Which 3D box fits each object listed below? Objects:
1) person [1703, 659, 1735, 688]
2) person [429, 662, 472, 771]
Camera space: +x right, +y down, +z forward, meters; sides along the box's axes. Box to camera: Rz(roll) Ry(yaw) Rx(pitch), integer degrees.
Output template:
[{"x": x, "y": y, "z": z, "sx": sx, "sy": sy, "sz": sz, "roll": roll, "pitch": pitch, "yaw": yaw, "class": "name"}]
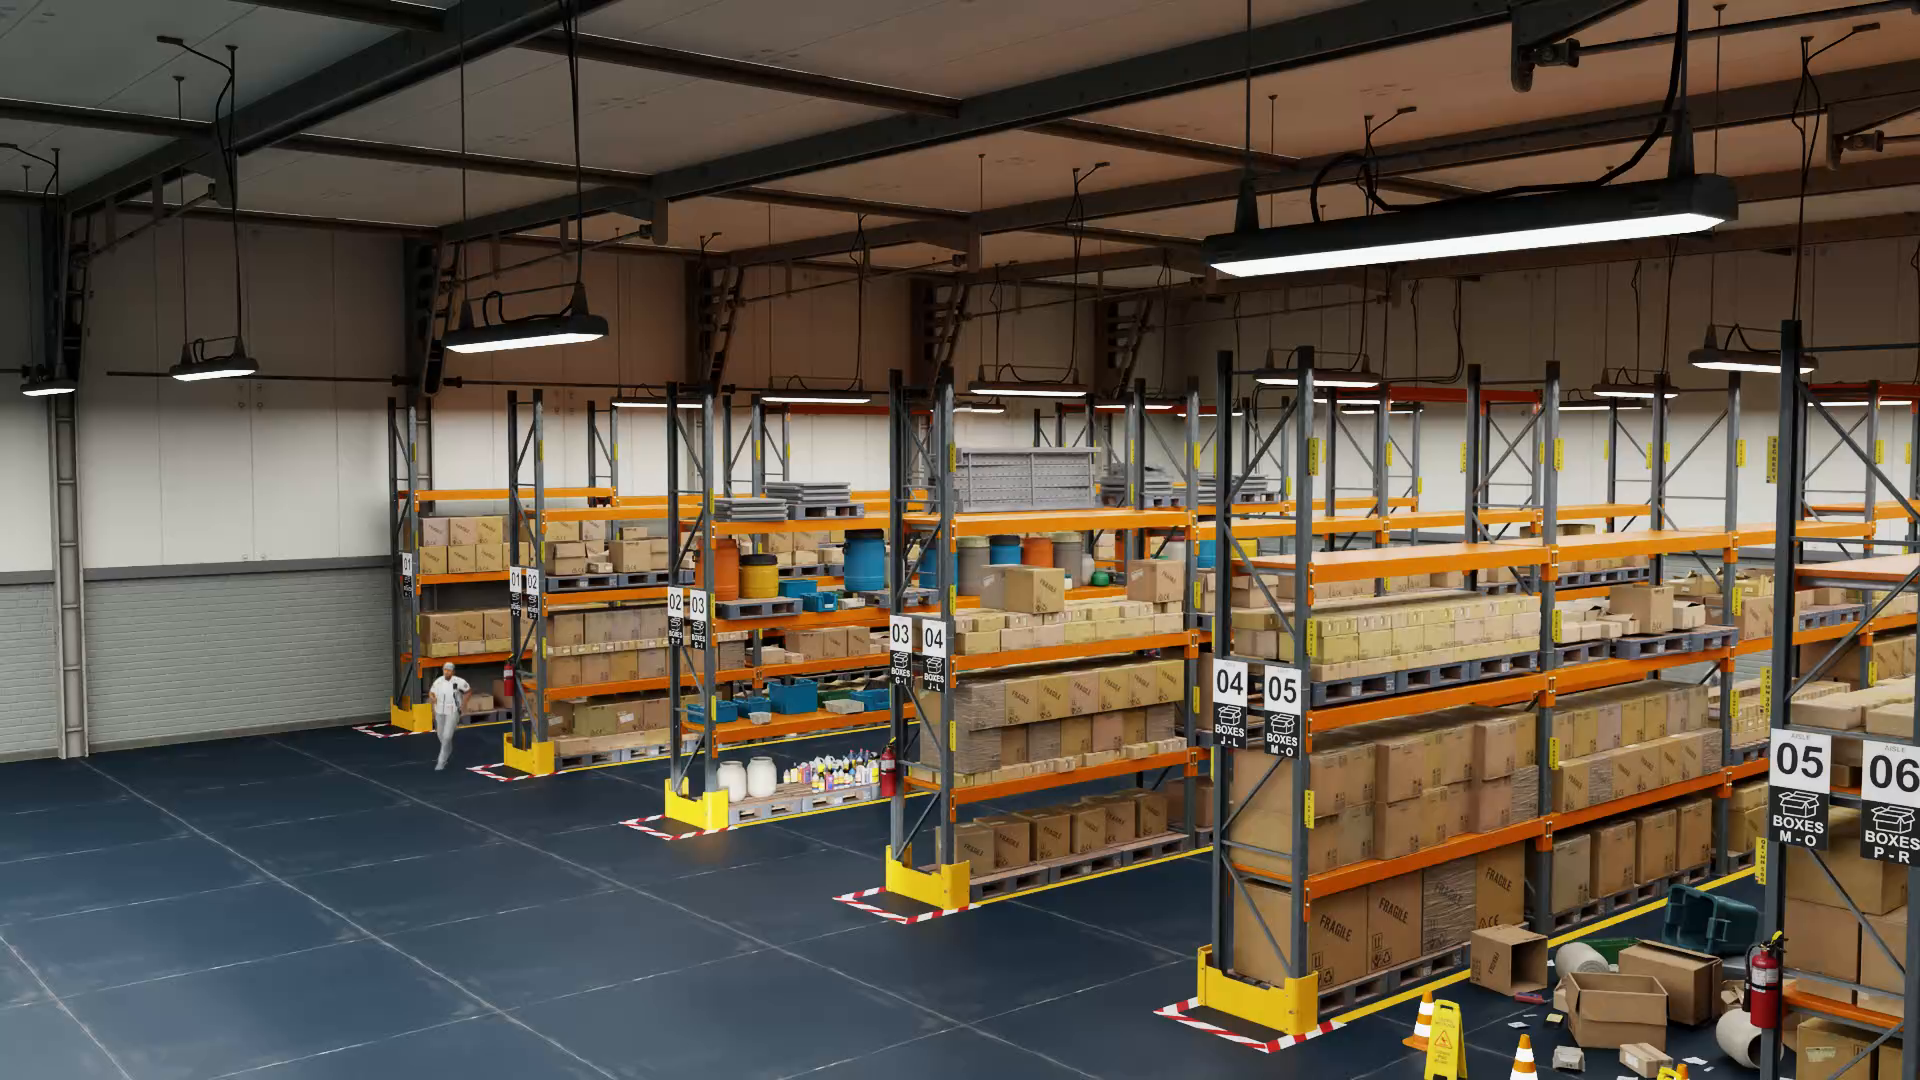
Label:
[{"x": 13.066, "y": 2.768, "z": 28.618, "sx": 0.590, "sy": 1.565, "sz": 0.707, "roll": 0, "pitch": 3, "yaw": -6, "class": "person"}, {"x": -8.157, "y": 2.794, "z": 26.569, "sx": 0.636, "sy": 1.708, "sz": 0.833, "roll": 0, "pitch": 3, "yaw": 6, "class": "person"}]
